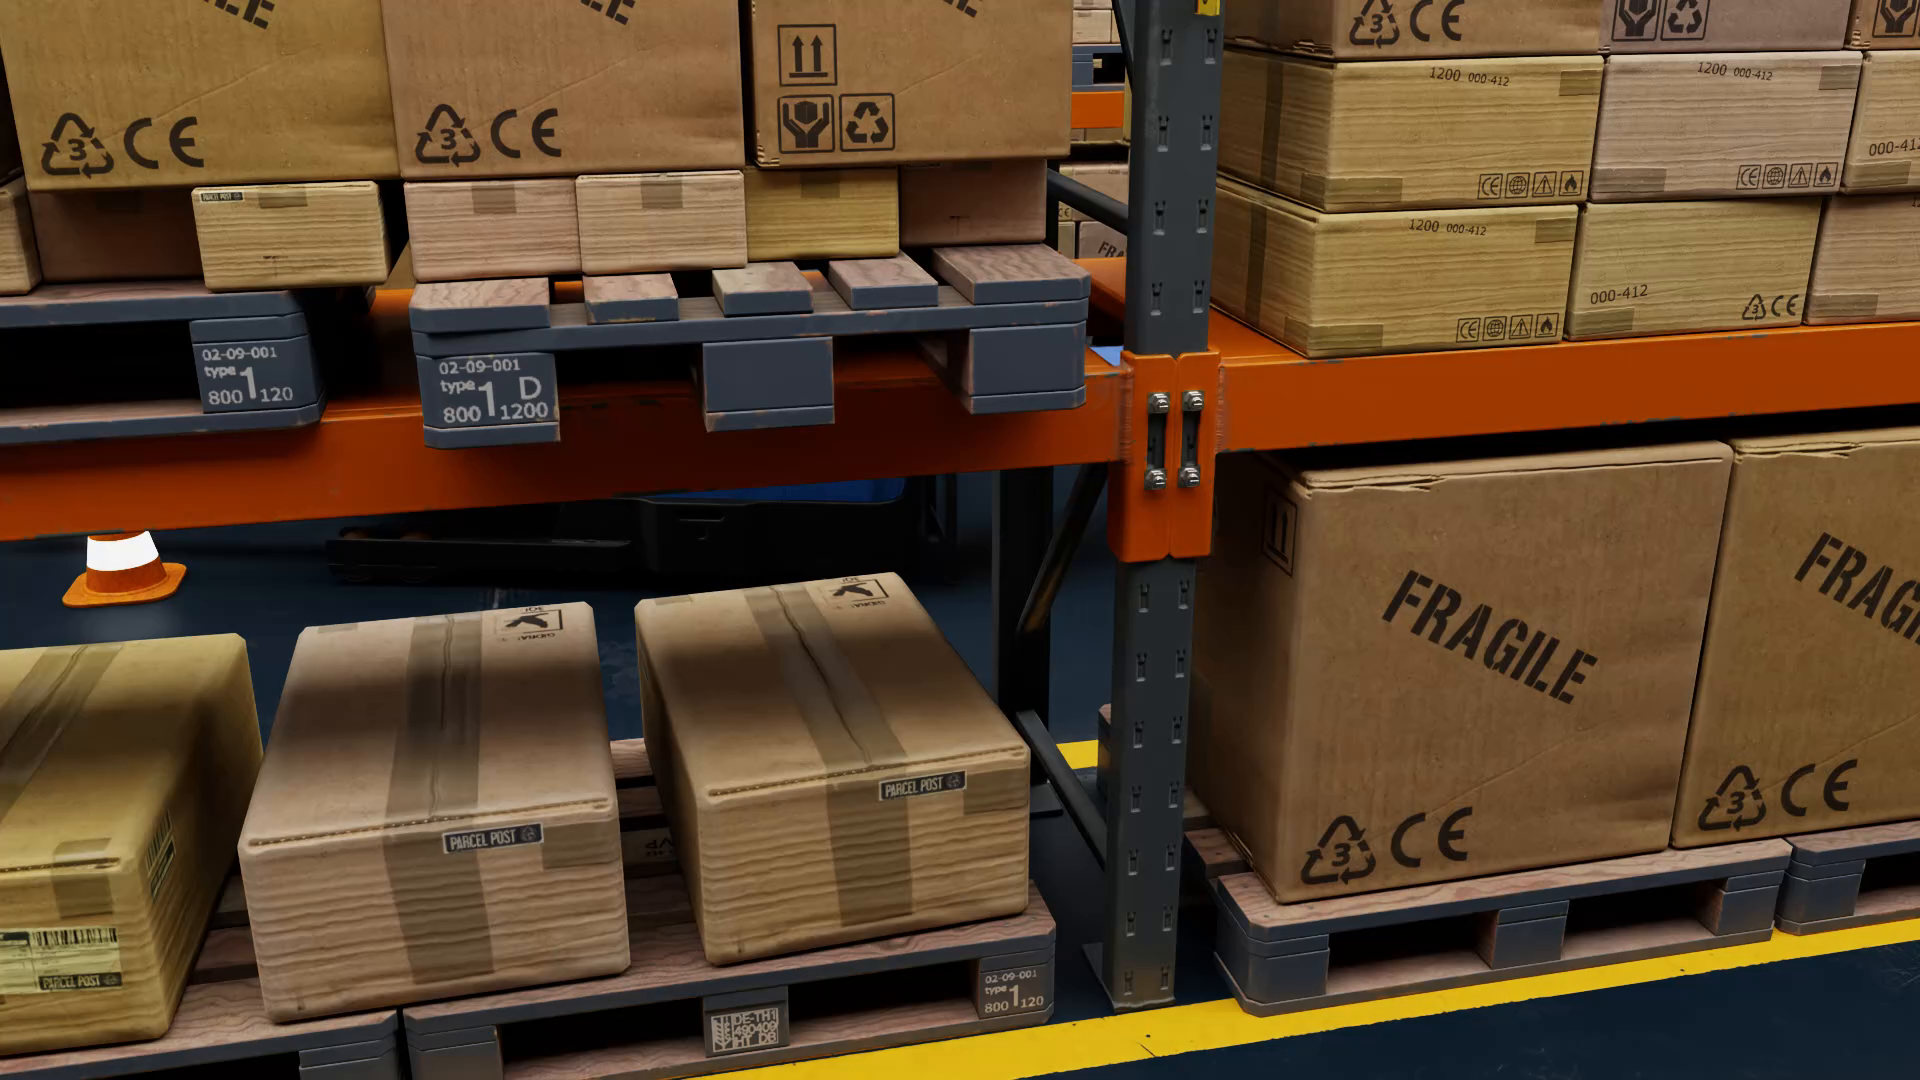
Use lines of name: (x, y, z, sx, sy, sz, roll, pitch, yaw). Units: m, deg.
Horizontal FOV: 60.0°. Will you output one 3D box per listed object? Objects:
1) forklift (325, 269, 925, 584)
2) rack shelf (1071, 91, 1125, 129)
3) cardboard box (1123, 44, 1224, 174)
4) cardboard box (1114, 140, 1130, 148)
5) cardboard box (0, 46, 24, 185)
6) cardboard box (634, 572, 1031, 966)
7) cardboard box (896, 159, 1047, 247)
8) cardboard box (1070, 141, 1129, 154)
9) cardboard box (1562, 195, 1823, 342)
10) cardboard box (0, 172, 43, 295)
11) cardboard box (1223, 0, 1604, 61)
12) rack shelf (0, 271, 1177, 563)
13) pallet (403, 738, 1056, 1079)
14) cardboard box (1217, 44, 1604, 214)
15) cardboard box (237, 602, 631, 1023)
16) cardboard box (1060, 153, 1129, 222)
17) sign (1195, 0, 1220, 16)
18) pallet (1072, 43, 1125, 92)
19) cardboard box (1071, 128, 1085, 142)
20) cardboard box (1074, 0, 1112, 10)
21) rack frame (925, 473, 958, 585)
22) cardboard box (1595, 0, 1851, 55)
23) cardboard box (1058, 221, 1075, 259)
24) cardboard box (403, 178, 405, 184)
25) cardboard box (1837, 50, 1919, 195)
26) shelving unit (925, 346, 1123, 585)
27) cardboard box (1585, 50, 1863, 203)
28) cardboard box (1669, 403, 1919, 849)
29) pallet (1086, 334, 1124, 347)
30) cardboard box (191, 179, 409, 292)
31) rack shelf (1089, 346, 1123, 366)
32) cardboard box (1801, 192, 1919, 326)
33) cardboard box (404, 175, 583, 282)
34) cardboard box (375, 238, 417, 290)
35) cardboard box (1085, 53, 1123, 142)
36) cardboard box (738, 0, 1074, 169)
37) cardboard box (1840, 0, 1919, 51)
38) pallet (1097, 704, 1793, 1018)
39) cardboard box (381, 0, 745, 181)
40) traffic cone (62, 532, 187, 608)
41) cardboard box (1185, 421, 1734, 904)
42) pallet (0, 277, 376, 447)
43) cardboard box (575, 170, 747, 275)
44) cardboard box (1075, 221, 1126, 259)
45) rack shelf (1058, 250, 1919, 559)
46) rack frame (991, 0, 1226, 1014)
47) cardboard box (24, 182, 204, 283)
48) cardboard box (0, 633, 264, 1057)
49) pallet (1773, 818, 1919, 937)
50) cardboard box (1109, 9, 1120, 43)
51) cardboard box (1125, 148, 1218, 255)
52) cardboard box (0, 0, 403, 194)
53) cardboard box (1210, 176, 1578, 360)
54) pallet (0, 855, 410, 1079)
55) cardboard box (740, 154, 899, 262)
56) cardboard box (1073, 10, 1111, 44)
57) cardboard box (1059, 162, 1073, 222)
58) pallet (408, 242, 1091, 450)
forklift: (-1.652, -1.413, 5.411, 3.031, 2.935, 1.130, 2, 20, 4)
rack shelf: (0.959, -2.118, 8.281, 4.000, 0.370, 1.077, -5, 21, -12)
cardboard box: (0.663, -0.936, 3.500, 0.500, 0.250, 0.500, -5, 21, -13)
cardboard box: (1.111, -1.937, 8.676, 0.500, 0.250, 0.500, -4, 20, -10)
cardboard box: (-1.651, -0.775, 2.381, 0.500, 0.500, 0.500, -6, 21, -15)
cardboard box: (-0.302, 0.430, 3.490, 0.625, 0.372, 0.950, -6, 21, -16)
cardboard box: (-0.015, -0.623, 2.908, 0.250, 0.149, 0.380, -4, 20, -10)
cardboard box: (0.605, -1.893, 8.555, 0.500, 0.250, 0.500, -4, 21, -11)
cardboard box: (1.280, -0.579, 3.252, 0.500, 0.250, 0.500, -5, 21, -14)
cardboard box: (-1.504, -0.474, 2.501, 0.250, 0.149, 0.380, -5, 21, -14)
cardboard box: (0.786, -1.122, 2.917, 0.500, 0.500, 0.500, -5, 21, -14)
rack shelf: (-1.696, -0.152, 2.915, 4.000, 0.370, 1.077, -5, 21, -12)
pallet: (-0.511, 0.722, 3.535, 1.213, 0.211, 1.003, -5, 21, -12)
cardboard box: (0.800, -0.770, 3.047, 0.500, 0.250, 0.500, -5, 21, -13)
cardboard box: (-1.018, 0.491, 3.323, 0.625, 0.372, 0.950, -5, 21, -14)
cardboard box: (0.718, -1.721, 8.086, 0.500, 0.250, 0.500, -4, 21, -12)
sign: (0.384, -0.974, 2.544, 0.005, 0.325, 0.100, -5, 21, -12)
pallet: (0.930, -2.377, 8.223, 1.213, 0.211, 1.003, -5, 21, -12)
cardboard box: (0.375, -3.353, 13.086, 0.875, 0.875, 1.225, -5, 21, -14)
cardboard box: (0.540, -2.571, 7.794, 0.250, 0.149, 0.380, -5, 21, -12)
rack frame: (-0.065, -0.642, 5.387, 0.032, 1.500, 0.500, -3, 20, -9)
cardboard box: (1.267, -1.164, 3.033, 0.500, 0.500, 0.500, -5, 21, -12)
cardboard box: (0.248, -1.332, 8.114, 0.500, 0.500, 0.500, -4, 21, -12)
cardboard box: (-0.941, -0.732, 3.206, 0.250, 0.149, 0.380, -5, 21, -12)
cardboard box: (1.791, -0.846, 3.254, 0.500, 0.250, 0.500, -5, 21, -13)
shelving unit: (0.436, -0.671, 5.466, 1.048, 1.500, 0.538, -3, 20, -9)
cardboard box: (1.303, -0.811, 3.158, 0.500, 0.250, 0.500, -4, 21, -11)
cardboard box: (1.810, 0.056, 3.779, 0.875, 0.875, 0.875, -4, 21, -12)
pallet: (0.959, -1.145, 8.632, 1.213, 0.211, 1.003, -5, 21, -12)
cardboard box: (-1.005, -0.499, 2.570, 0.250, 0.149, 0.380, -4, 21, -12)
rack shelf: (0.436, -0.502, 5.528, 1.000, 0.185, 0.538, -3, 20, -9)
cardboard box: (1.792, -0.618, 3.360, 0.500, 0.250, 0.500, -4, 20, -11)
cardboard box: (-0.741, -0.525, 2.642, 0.250, 0.149, 0.380, -6, 21, -15)
cardboard box: (-2.451, -1.350, 7.798, 0.750, 0.750, 1.050, -4, 21, -12)
cardboard box: (1.244, -3.424, 13.280, 0.875, 0.875, 1.225, -5, 21, -12)
cardboard box: (-0.128, -0.903, 2.730, 0.500, 0.500, 0.500, -5, 21, -14)
cardboard box: (1.774, -1.200, 3.131, 0.500, 0.500, 0.500, -4, 21, -11)
pallet: (1.035, 0.624, 3.804, 1.213, 0.211, 1.003, -5, 21, -12)
cardboard box: (-0.629, -0.858, 2.609, 0.500, 0.500, 0.500, -5, 21, -13)
traffic cone: (-2.706, -0.065, 5.319, 0.334, 0.463, 0.336, -5, 21, -12)
cardboard box: (0.941, 0.125, 3.590, 0.875, 0.875, 0.875, -5, 21, -13)
pallet: (-1.667, -0.388, 2.791, 1.213, 0.211, 1.003, -5, 21, -12)
cardboard box: (-0.494, -0.542, 2.689, 0.250, 0.149, 0.380, -5, 21, -13)
cardboard box: (0.747, -1.374, 8.229, 0.500, 0.500, 0.500, -5, 21, -14)
rack shelf: (2.196, -0.469, 3.779, 4.000, 0.370, 1.077, -5, 21, -12)
rack frame: (0.250, -0.648, 3.223, 0.127, 3.000, 1.000, -5, 21, -12)
cardboard box: (-1.279, -0.521, 2.630, 0.250, 0.149, 0.380, -4, 21, -12)
cardboard box: (-1.758, 0.549, 3.165, 0.625, 0.372, 0.950, -4, 20, -11)
pallet: (2.220, 0.529, 4.065, 1.213, 0.211, 1.003, -5, 21, -12)
cardboard box: (0.784, -2.450, 7.896, 0.250, 0.149, 0.380, -4, 21, -12)
cardboard box: (0.683, -0.705, 3.596, 0.500, 0.250, 0.500, -5, 21, -14)
cardboard box: (-1.120, -0.818, 2.499, 0.500, 0.500, 0.500, -6, 21, -16)
cardboard box: (0.784, -0.532, 3.125, 0.500, 0.250, 0.500, -5, 21, -13)
pallet: (-1.696, 0.818, 3.275, 1.213, 0.211, 1.003, -5, 21, -12)
cardboard box: (-0.259, -0.577, 2.784, 0.250, 0.149, 0.380, -4, 21, -12)
cardboard box: (0.539, -2.431, 7.844, 0.250, 0.149, 0.380, -4, 20, -11)
cardboard box: (0.233, -1.686, 7.991, 0.500, 0.250, 0.500, -5, 21, -13)
pallet: (-0.419, -0.466, 3.005, 1.003, 0.211, 1.213, -5, 21, -12)
